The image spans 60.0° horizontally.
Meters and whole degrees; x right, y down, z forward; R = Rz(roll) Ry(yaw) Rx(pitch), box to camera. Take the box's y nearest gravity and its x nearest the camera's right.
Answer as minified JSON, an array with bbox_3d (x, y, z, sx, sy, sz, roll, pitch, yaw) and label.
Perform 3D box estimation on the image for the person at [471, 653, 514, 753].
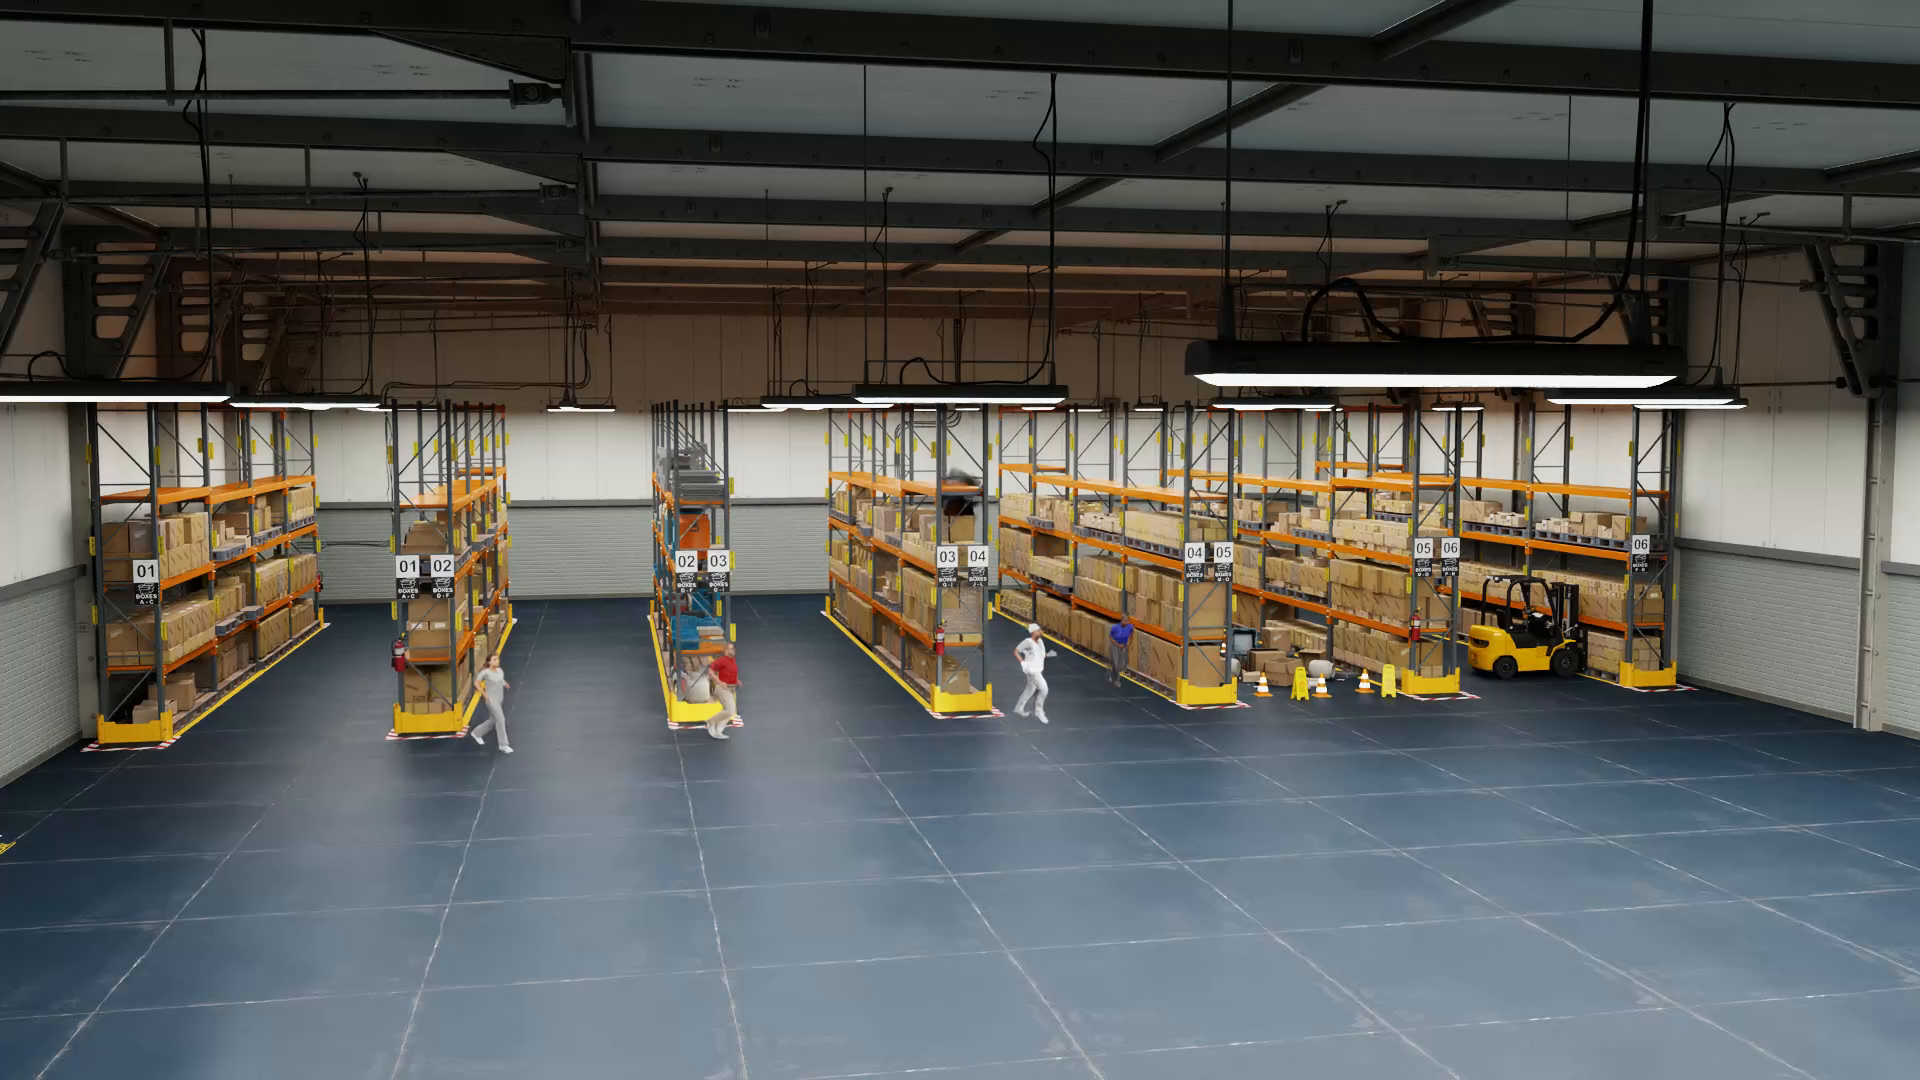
[{"bbox_3d":[-7.961,2.755,28.330,0.892,1.681,0.557,2,5,25],"label":"person"}]

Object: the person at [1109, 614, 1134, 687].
[{"bbox_3d":[3.241,2.201,33.402,0.573,1.511,0.754,-1,5,-18],"label":"person"}]

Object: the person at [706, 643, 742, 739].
[{"bbox_3d":[-4.136,2.673,29.472,0.577,1.679,0.656,1,5,18],"label":"person"}]

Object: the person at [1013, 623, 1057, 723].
[{"bbox_3d":[1.332,2.430,30.368,0.848,1.821,0.708,2,5,23],"label":"person"}]
